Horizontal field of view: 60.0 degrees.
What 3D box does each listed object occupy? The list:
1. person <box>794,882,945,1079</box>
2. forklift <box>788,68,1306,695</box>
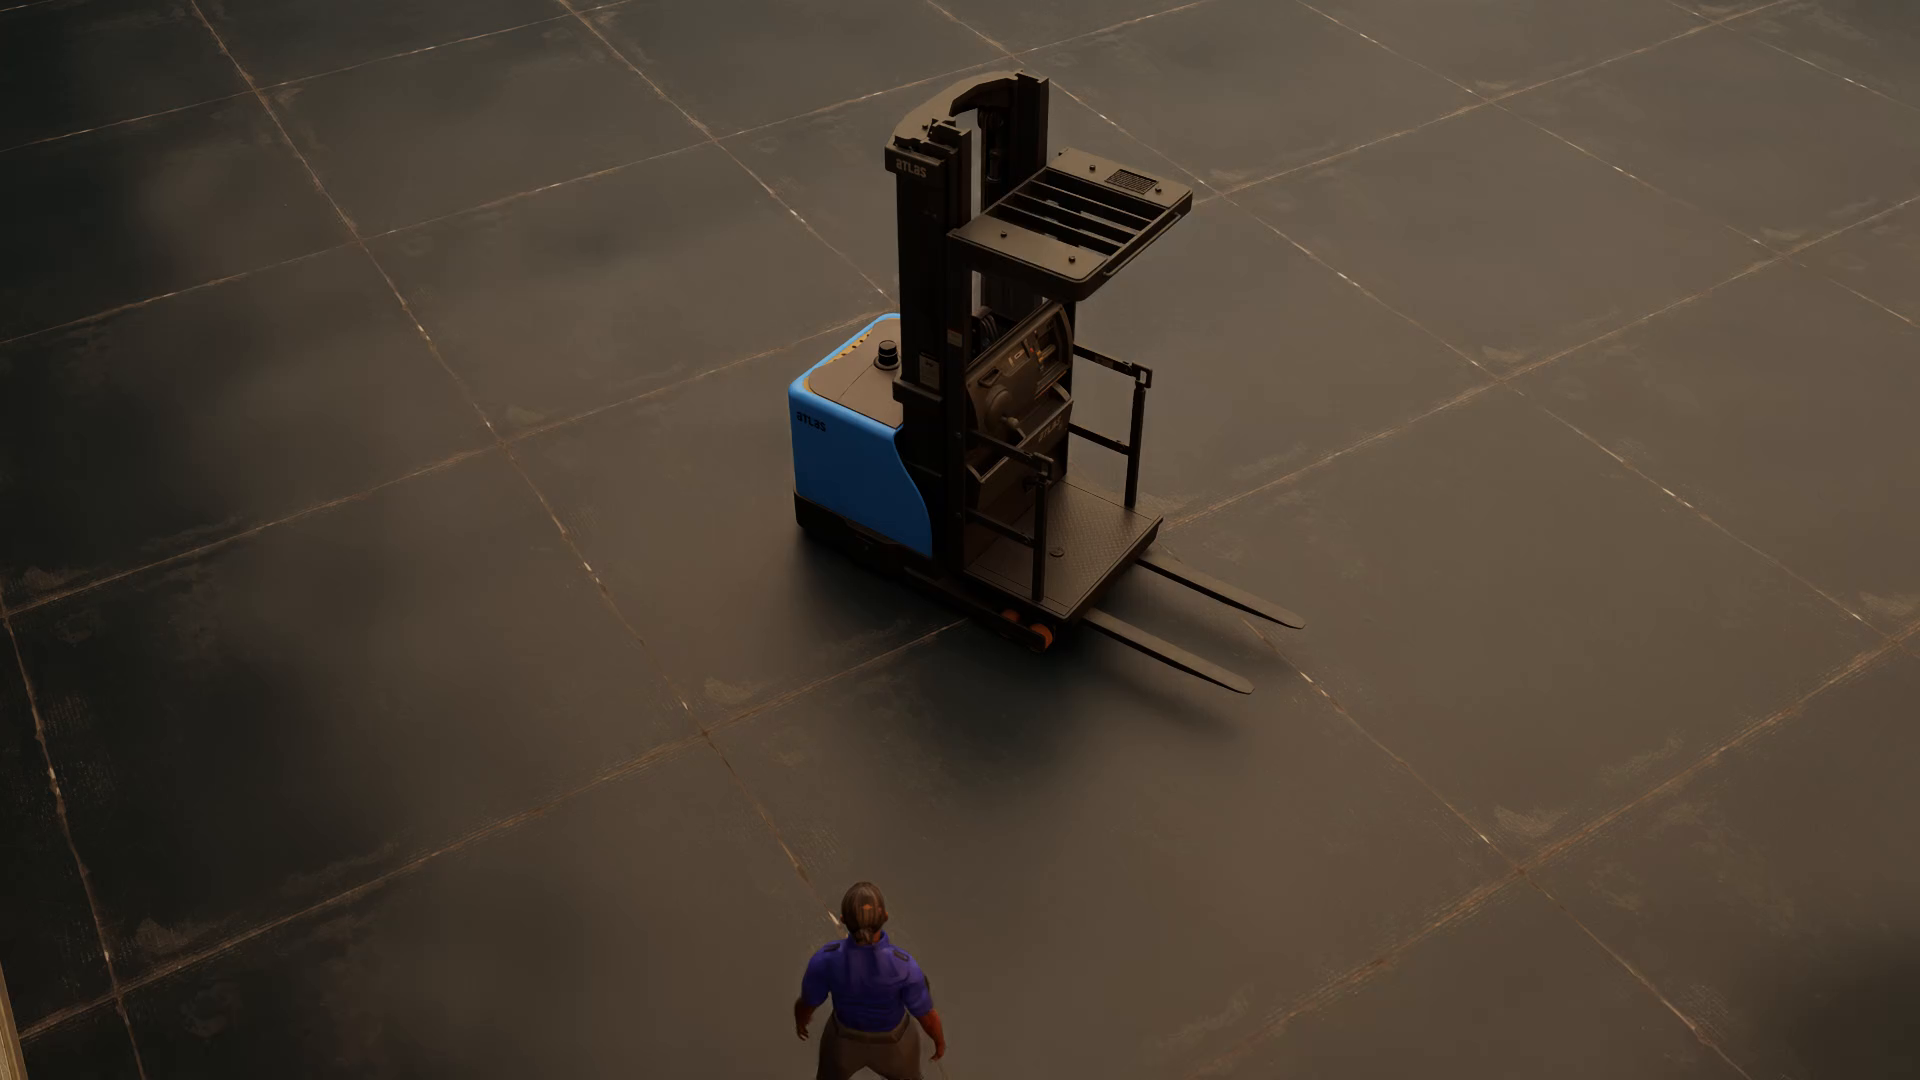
[{"bbox_3d":[-0.368,1.948,6.621,0.626,1.649,0.373,4,41,4],"label":"person"},{"bbox_3d":[0.496,-0.872,8.869,3.031,2.935,1.130,25,47,26],"label":"forklift"}]
